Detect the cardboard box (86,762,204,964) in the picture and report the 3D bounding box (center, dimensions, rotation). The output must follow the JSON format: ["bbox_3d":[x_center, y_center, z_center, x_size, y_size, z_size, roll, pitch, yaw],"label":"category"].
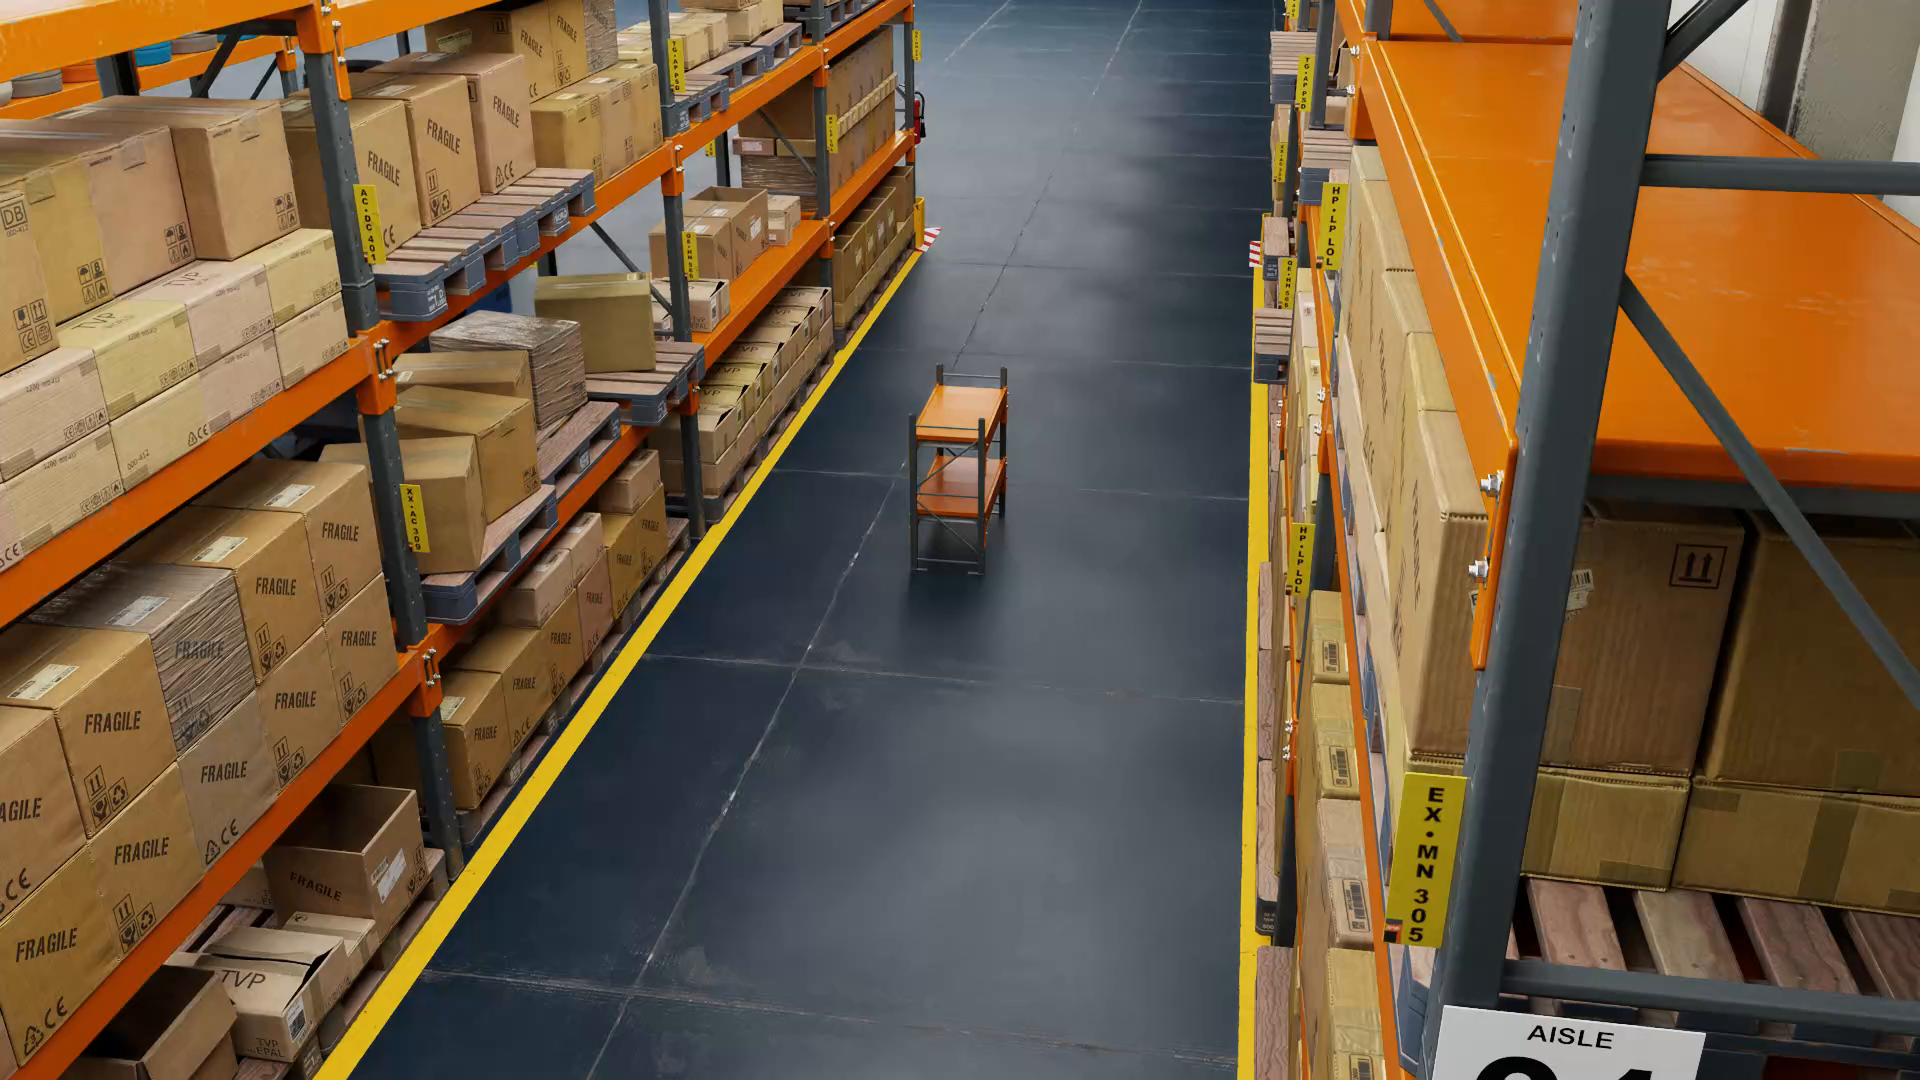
[{"bbox_3d":[-3.038,1.088,5.769,0.500,0.500,0.500,4,25,9],"label":"cardboard box"}]

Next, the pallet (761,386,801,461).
[{"bbox_3d":[-1.936,-0.998,13.632,1.003,0.211,1.213,4,25,9],"label":"pallet"}]

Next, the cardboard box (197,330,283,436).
[{"bbox_3d":[-2.873,-0.598,6.127,0.500,0.250,0.500,4,25,9],"label":"cardboard box"}]

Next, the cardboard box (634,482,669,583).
[{"bbox_3d":[-2.232,-0.070,10.790,0.500,0.500,0.500,5,26,11],"label":"cardboard box"}]

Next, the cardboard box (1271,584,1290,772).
[{"bbox_3d":[2.044,0.735,8.682,0.750,0.750,0.750,5,26,10],"label":"cardboard box"}]

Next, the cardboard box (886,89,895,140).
[{"bbox_3d":[-1.092,-4.607,17.936,0.700,0.500,0.500,4,25,9],"label":"cardboard box"}]

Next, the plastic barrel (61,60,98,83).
[{"bbox_3d":[-6.741,-3.910,12.520,0.600,0.830,0.708,4,25,9],"label":"plastic barrel"}]

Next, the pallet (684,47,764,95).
[{"bbox_3d":[-2.108,-3.441,12.248,1.003,0.211,1.213,5,26,11],"label":"pallet"}]

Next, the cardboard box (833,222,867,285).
[{"bbox_3d":[-1.198,-2.749,15.949,0.500,0.500,0.500,4,25,9],"label":"cardboard box"}]

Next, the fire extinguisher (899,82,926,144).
[{"bbox_3d":[-0.525,-4.738,18.426,0.296,0.674,0.183,4,25,9],"label":"fire extinguisher"}]

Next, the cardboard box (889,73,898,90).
[{"bbox_3d":[-0.877,-4.922,17.844,0.380,0.149,0.250,4,25,8],"label":"cardboard box"}]

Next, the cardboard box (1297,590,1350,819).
[{"bbox_3d":[1.819,0.694,6.374,0.980,0.700,0.700,4,25,9],"label":"cardboard box"}]

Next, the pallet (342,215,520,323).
[{"bbox_3d":[-2.788,-1.278,7.626,1.213,0.211,1.003,4,25,9],"label":"pallet"}]

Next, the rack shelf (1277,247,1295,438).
[{"bbox_3d":[2.904,-1.579,12.434,1.077,0.370,4.000,4,25,9],"label":"rack shelf"}]

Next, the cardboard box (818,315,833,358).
[{"bbox_3d":[-1.438,-1.834,14.879,0.500,0.250,0.500,4,25,8],"label":"cardboard box"}]

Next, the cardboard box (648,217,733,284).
[{"bbox_3d":[-2.052,-2.158,12.705,0.500,0.500,0.500,3,25,6],"label":"cardboard box"}]

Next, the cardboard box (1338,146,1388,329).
[{"bbox_3d":[1.531,-0.982,5.451,0.500,0.500,0.500,4,25,8],"label":"cardboard box"}]

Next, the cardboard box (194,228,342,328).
[{"bbox_3d":[-2.776,-1.032,6.465,0.500,0.250,0.500,4,25,9],"label":"cardboard box"}]

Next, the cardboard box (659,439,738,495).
[{"bbox_3d":[-1.935,-0.554,12.143,0.500,0.250,0.500,4,25,8],"label":"cardboard box"}]

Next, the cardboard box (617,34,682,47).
[{"bbox_3d":[-2.224,-3.305,11.416,0.500,0.250,0.500,5,25,10],"label":"cardboard box"}]

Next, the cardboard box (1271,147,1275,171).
[{"bbox_3d":[3.332,-3.743,16.361,0.500,0.250,0.500,4,25,8],"label":"cardboard box"}]

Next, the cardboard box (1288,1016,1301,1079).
[{"bbox_3d":[1.615,2.062,6.260,0.700,0.500,0.500,4,25,8],"label":"cardboard box"}]

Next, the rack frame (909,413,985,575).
[{"bbox_3d":[-0.084,-0.294,11.051,0.500,1.125,0.032,4,25,9],"label":"rack frame"}]

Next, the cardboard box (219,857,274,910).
[{"bbox_3d":[-3.246,1.442,7.784,0.500,0.311,0.500,4,25,9],"label":"cardboard box"}]

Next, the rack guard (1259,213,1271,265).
[{"bbox_3d":[3.872,-3.250,18.104,1.175,0.500,0.348,4,25,9],"label":"rack guard"}]

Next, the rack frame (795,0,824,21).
[{"bbox_3d":[-1.657,-5.800,13.526,1.000,3.000,0.127,4,25,9],"label":"rack frame"}]

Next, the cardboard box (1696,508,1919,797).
[{"bbox_3d":[1.628,0.123,3.089,0.500,0.500,0.500,3,25,6],"label":"cardboard box"}]

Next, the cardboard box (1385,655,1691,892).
[{"bbox_3d":[1.128,0.427,3.325,0.500,0.250,0.500,5,26,10],"label":"cardboard box"}]

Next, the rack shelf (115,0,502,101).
[{"bbox_3d":[-2.637,-2.784,8.403,1.077,0.370,4.000,4,25,9],"label":"rack shelf"}]

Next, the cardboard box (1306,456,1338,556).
[{"bbox_3d":[1.748,-0.137,7.128,0.500,0.250,0.500,5,25,10],"label":"cardboard box"}]

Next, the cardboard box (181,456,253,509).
[{"bbox_3d":[-3.319,-0.058,7.038,0.500,0.500,0.500,5,25,10],"label":"cardboard box"}]

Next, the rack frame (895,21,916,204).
[{"bbox_3d":[-1.003,-4.756,18.372,1.000,3.000,0.127,4,25,9],"label":"rack frame"}]

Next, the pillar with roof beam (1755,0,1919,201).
[{"bbox_3d":[-1.584,-2.058,5.532,9.100,9.000,0.400,4,25,9],"label":"pillar with roof beam"}]

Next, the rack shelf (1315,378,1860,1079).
[{"bbox_3d":[1.597,0.408,4.650,1.077,0.370,4.000,4,25,9],"label":"rack shelf"}]

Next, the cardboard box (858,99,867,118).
[{"bbox_3d":[-1.129,-4.273,16.458,0.380,0.149,0.250,4,25,8],"label":"cardboard box"}]

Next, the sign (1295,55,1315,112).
[{"bbox_3d":[2.042,-2.700,9.831,0.100,0.325,0.005,4,25,9],"label":"sign"}]

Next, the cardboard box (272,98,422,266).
[{"bbox_3d":[-2.809,-1.582,7.322,0.600,0.600,0.600,2,25,4],"label":"cardboard box"}]

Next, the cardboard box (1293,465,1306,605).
[{"bbox_3d":[1.824,-0.009,7.739,0.500,0.500,0.500,4,25,9],"label":"cardboard box"}]

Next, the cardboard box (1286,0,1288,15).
[{"bbox_3d":[3.380,-5.265,15.780,0.500,0.500,0.500,5,26,11],"label":"cardboard box"}]

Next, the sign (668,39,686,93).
[{"bbox_3d":[-1.775,-2.964,10.397,0.100,0.325,0.005,4,25,9],"label":"sign"}]

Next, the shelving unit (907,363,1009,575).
[{"bbox_3d":[-0.001,-0.507,11.505,0.538,1.125,1.048,4,25,9],"label":"shelving unit"}]

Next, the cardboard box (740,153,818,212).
[{"bbox_3d":[-1.590,-3.314,15.174,0.700,0.500,0.500,3,25,7],"label":"cardboard box"}]

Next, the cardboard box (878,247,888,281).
[{"bbox_3d":[-1.032,-2.828,17.001,0.500,0.250,0.500,4,25,9],"label":"cardboard box"}]

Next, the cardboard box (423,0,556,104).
[{"bbox_3d":[-2.554,-2.658,9.055,0.500,0.500,0.500,4,25,9],"label":"cardboard box"}]

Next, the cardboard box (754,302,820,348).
[{"bbox_3d":[-1.519,-1.875,14.303,0.500,0.311,0.500,5,25,10],"label":"cardboard box"}]

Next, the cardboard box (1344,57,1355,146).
[{"bbox_3d":[2.556,-2.469,9.310,0.700,0.500,0.500,2,25,4],"label":"cardboard box"}]

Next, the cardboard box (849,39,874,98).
[{"bbox_3d":[-1.263,-4.741,16.692,0.700,0.500,0.500,4,25,9],"label":"cardboard box"}]

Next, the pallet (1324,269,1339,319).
[{"bbox_3d":[2.025,-1.054,7.151,0.805,0.209,1.217,3,25,6],"label":"pallet"}]

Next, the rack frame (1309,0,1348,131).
[{"bbox_3d":[2.577,-3.785,9.222,1.000,3.000,0.127,4,25,9],"label":"rack frame"}]

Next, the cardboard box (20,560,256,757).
[{"bbox_3d":[-2.955,0.419,6.018,0.500,0.500,0.500,4,25,9],"label":"cardboard box"}]

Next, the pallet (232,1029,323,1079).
[{"bbox_3d":[-3.274,2.325,6.535,1.003,0.211,1.213,4,25,9],"label":"pallet"}]

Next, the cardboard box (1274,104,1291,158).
[{"bbox_3d":[3.256,-3.878,15.765,0.500,0.500,0.500,5,26,10],"label":"cardboard box"}]

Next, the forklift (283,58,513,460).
[{"bbox_3d":[-4.611,-2.070,12.714,1.130,2.935,3.031,5,26,11],"label":"forklift"}]
